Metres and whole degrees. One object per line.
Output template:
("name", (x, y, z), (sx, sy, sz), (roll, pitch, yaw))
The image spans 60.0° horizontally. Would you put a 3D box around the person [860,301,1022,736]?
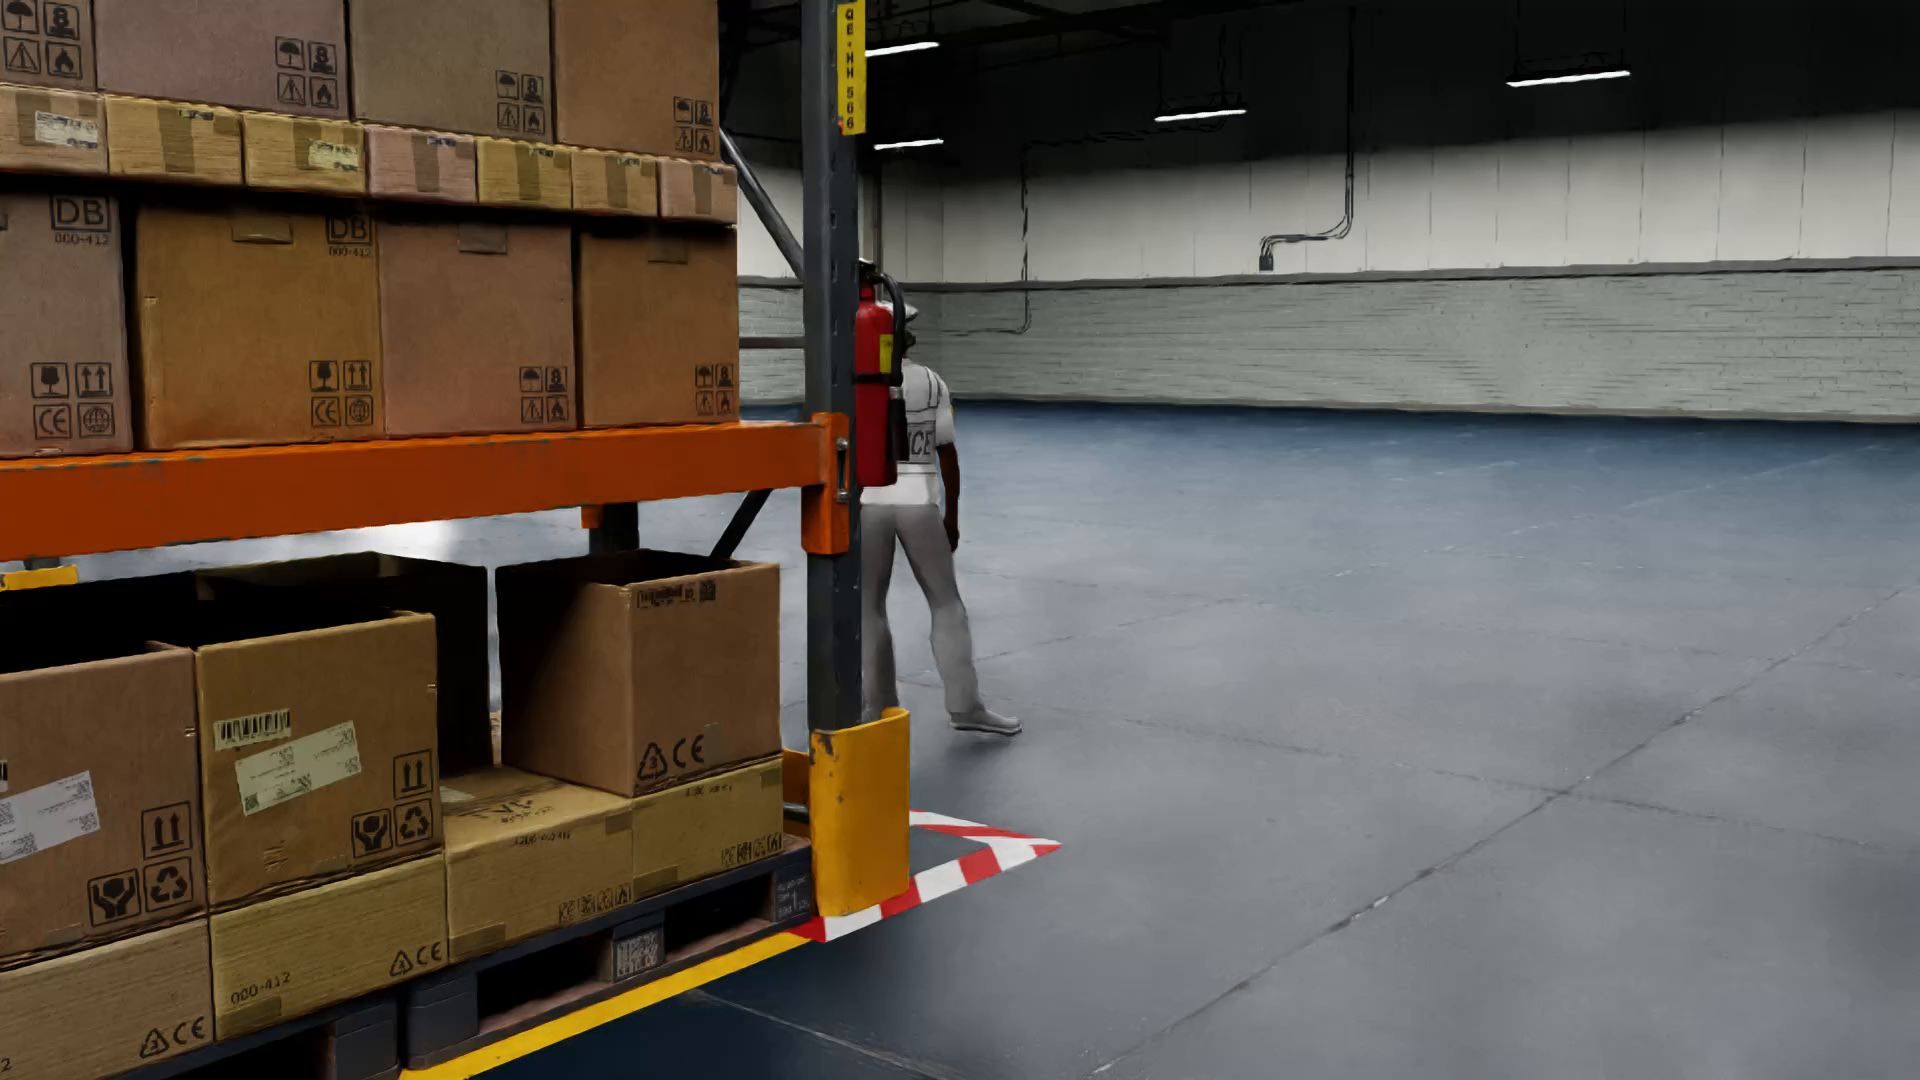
("person", (-0.132, -0.073, 6.335), (0.665, 1.666, 0.485), (-2, 7, -16))
